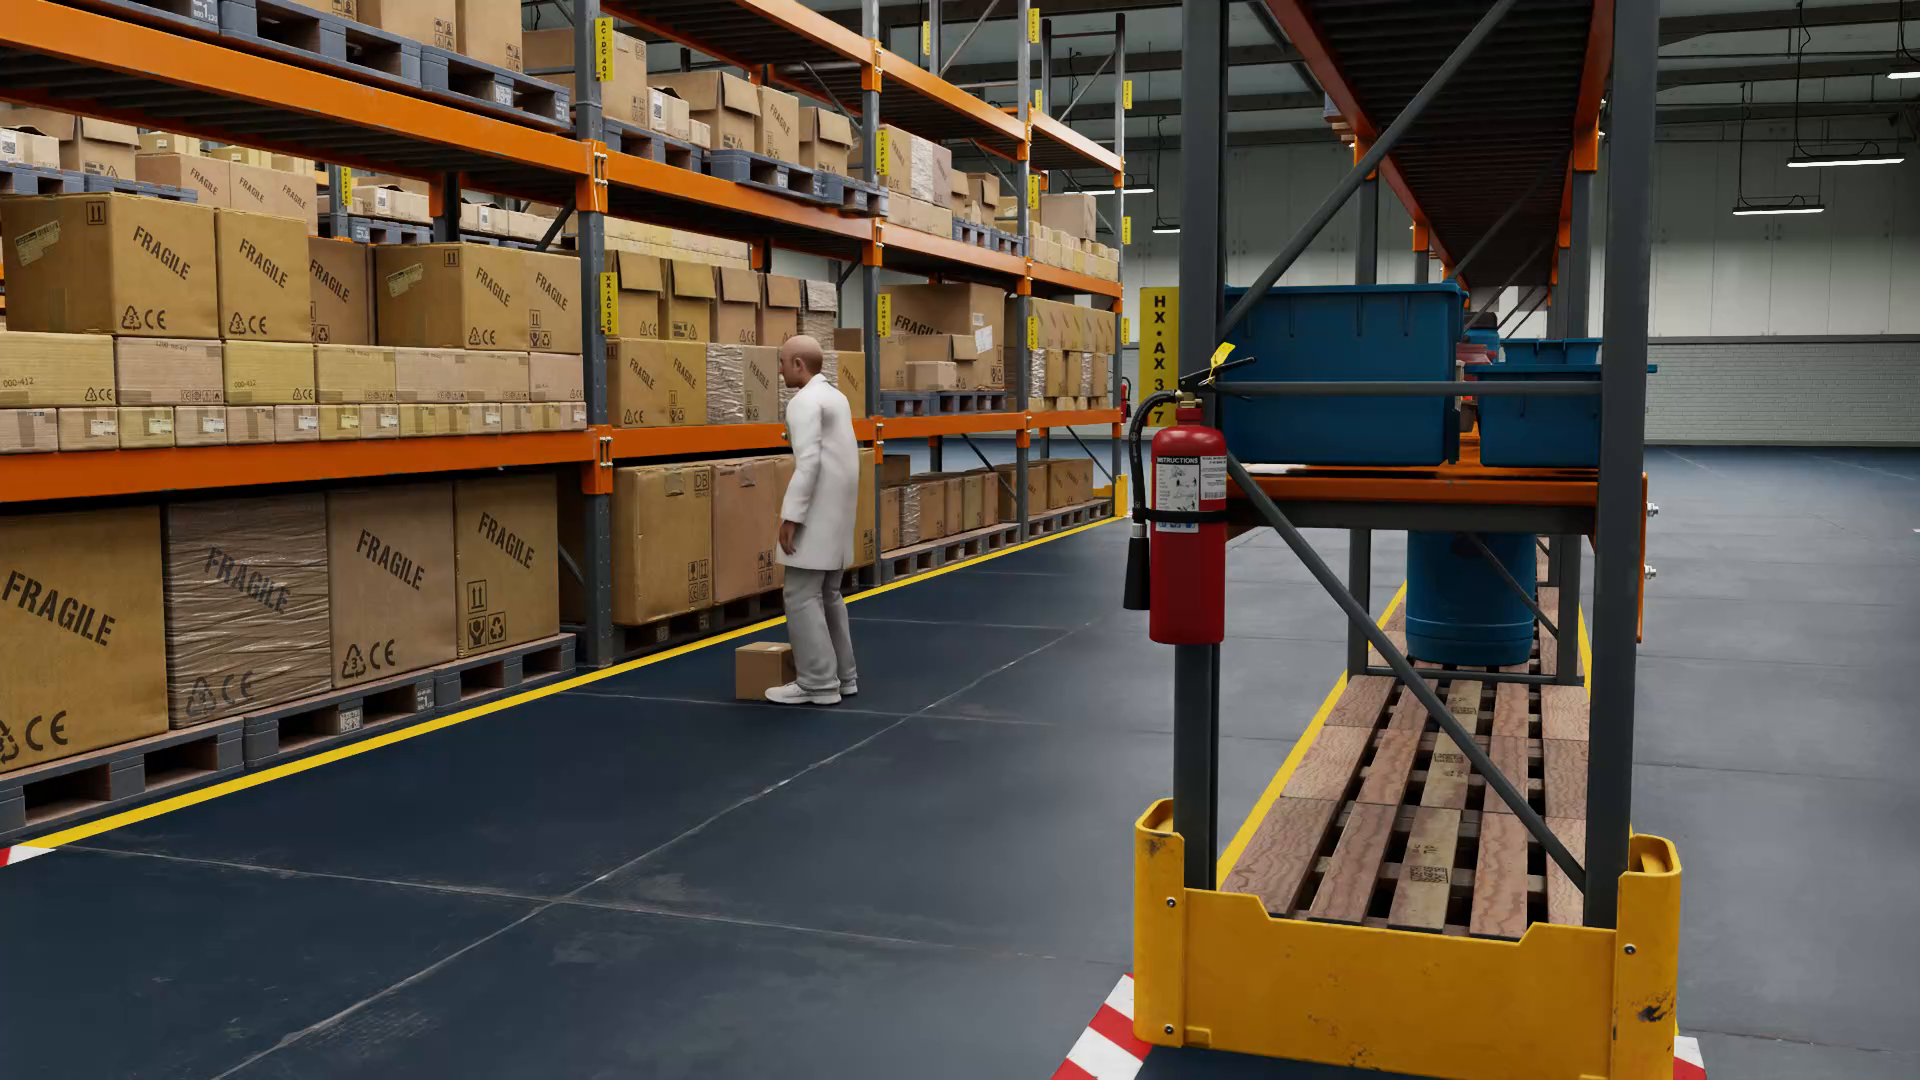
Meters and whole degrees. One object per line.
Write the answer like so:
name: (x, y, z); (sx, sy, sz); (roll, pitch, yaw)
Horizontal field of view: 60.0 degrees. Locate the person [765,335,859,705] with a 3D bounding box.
person: (-0.710, -0.101, 8.073); (0.422, 1.774, 0.653); (1, 5, 15)
